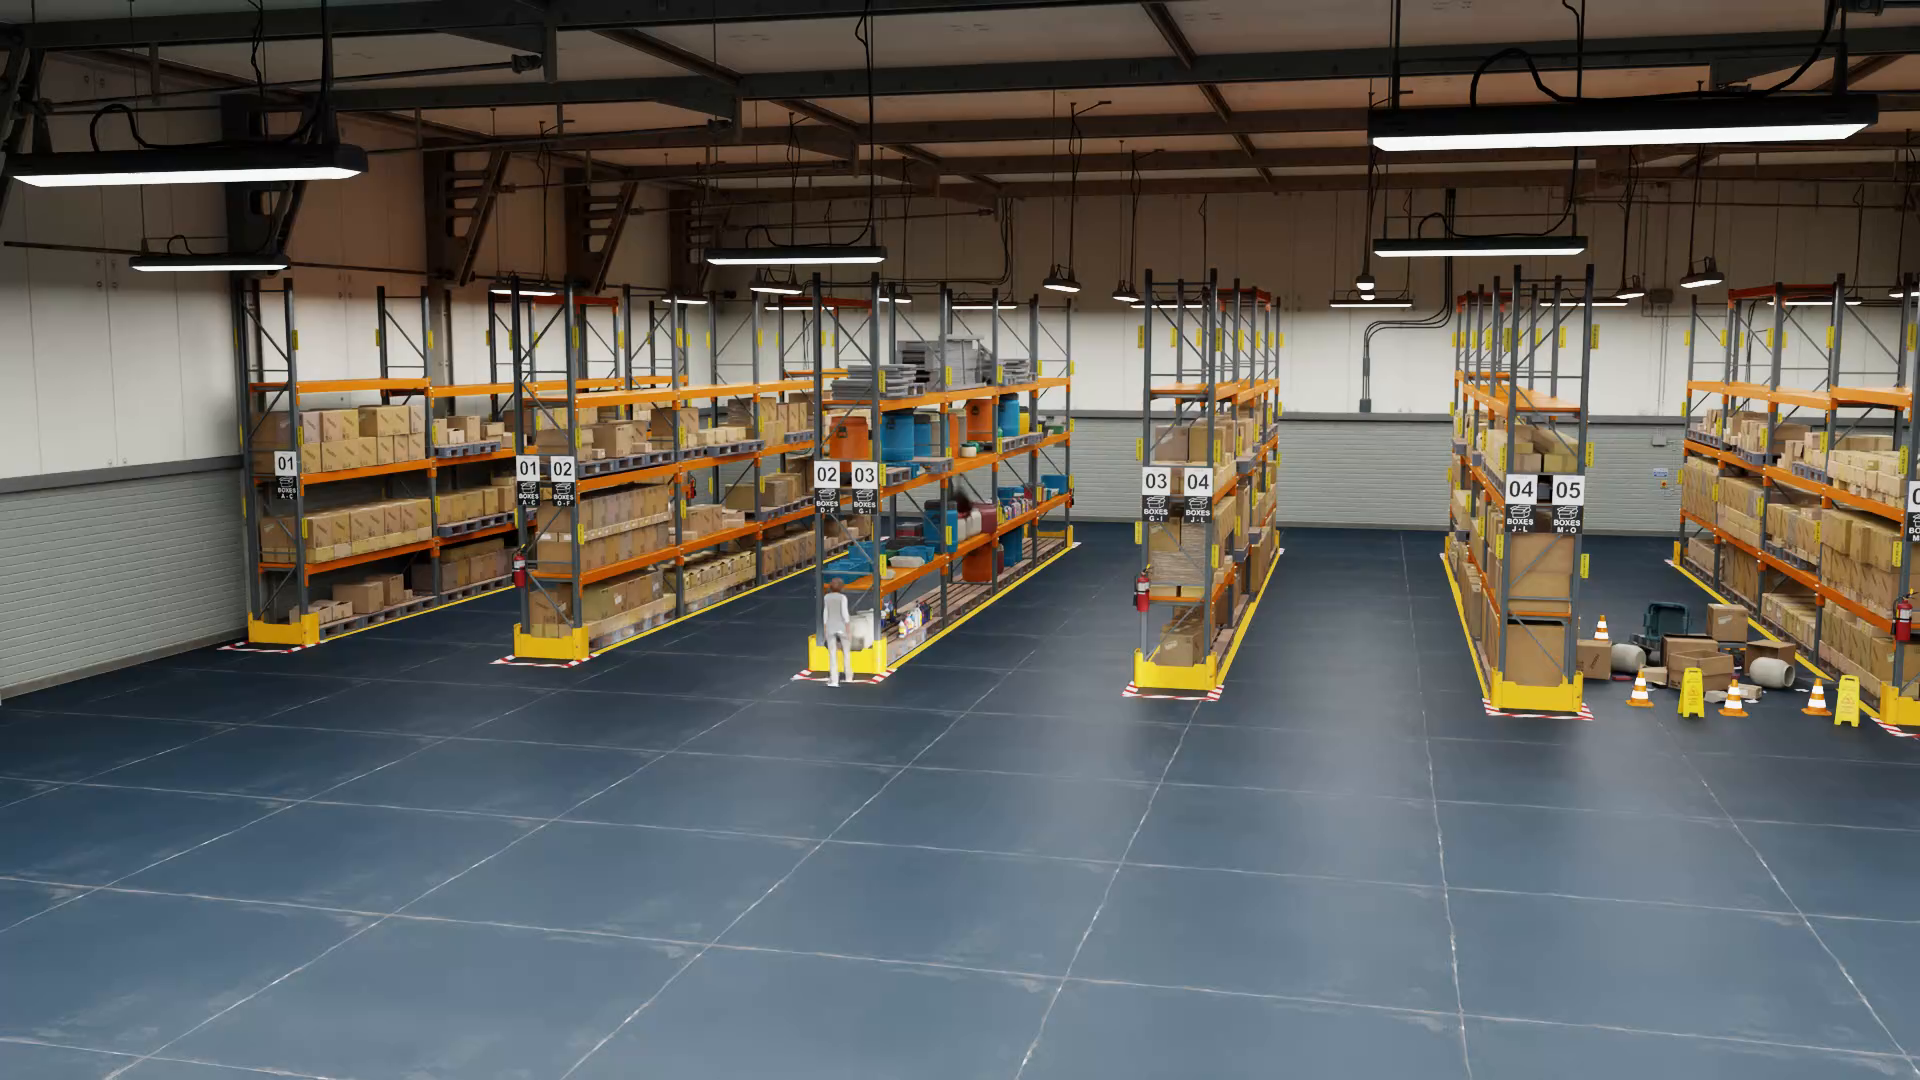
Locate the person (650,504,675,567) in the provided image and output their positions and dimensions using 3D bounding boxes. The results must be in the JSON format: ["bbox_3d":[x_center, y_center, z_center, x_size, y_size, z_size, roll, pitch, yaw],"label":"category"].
[{"bbox_3d":[-6.486,-0.188,35.987,0.652,1.730,1.046,1,7,12],"label":"person"}]

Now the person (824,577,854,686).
[{"bbox_3d":[-1.769,1.315,24.218,0.415,1.595,0.629,1,7,5],"label":"person"}]
